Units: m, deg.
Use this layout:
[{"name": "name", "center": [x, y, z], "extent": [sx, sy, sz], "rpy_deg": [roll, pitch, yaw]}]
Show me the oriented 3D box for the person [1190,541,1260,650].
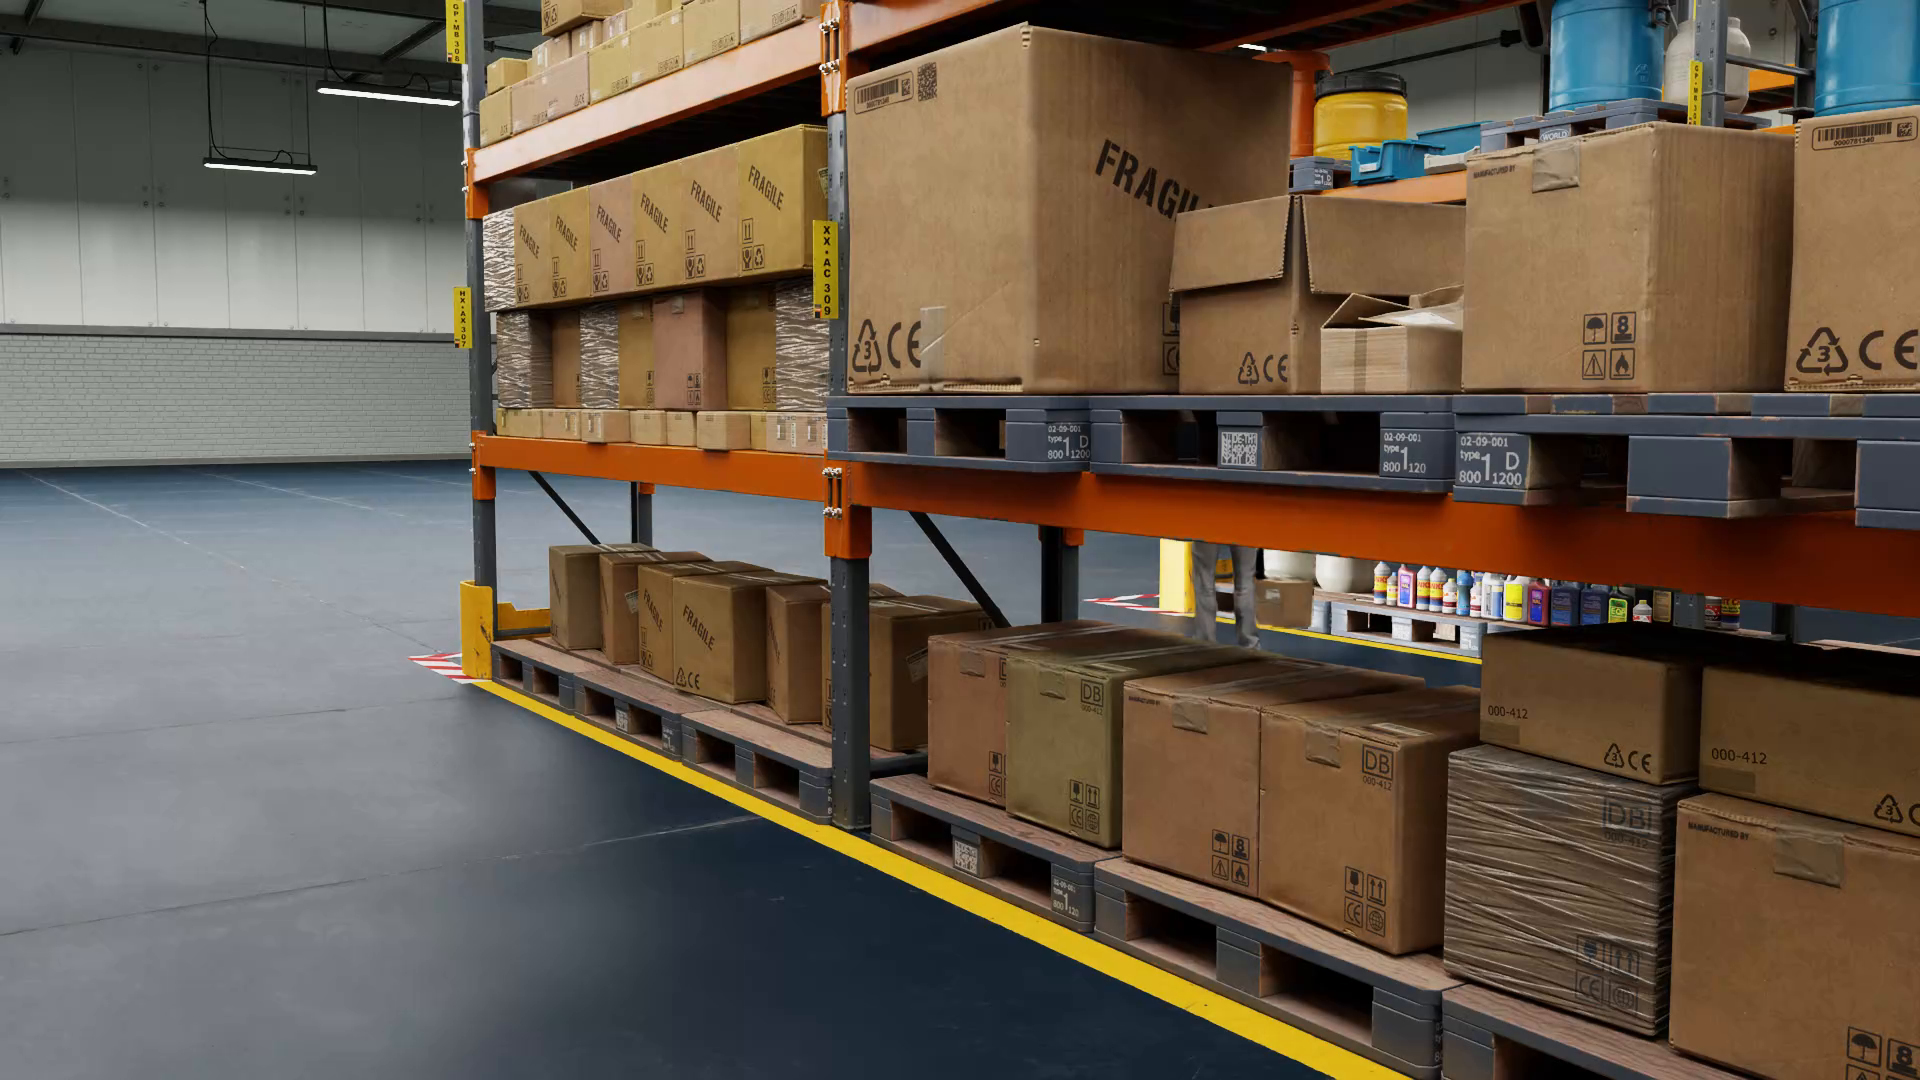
[{"name": "person", "center": [1.468, -0.097, 9.160], "extent": [0.503, 1.607, 0.347], "rpy_deg": [0, 5, -4]}]
